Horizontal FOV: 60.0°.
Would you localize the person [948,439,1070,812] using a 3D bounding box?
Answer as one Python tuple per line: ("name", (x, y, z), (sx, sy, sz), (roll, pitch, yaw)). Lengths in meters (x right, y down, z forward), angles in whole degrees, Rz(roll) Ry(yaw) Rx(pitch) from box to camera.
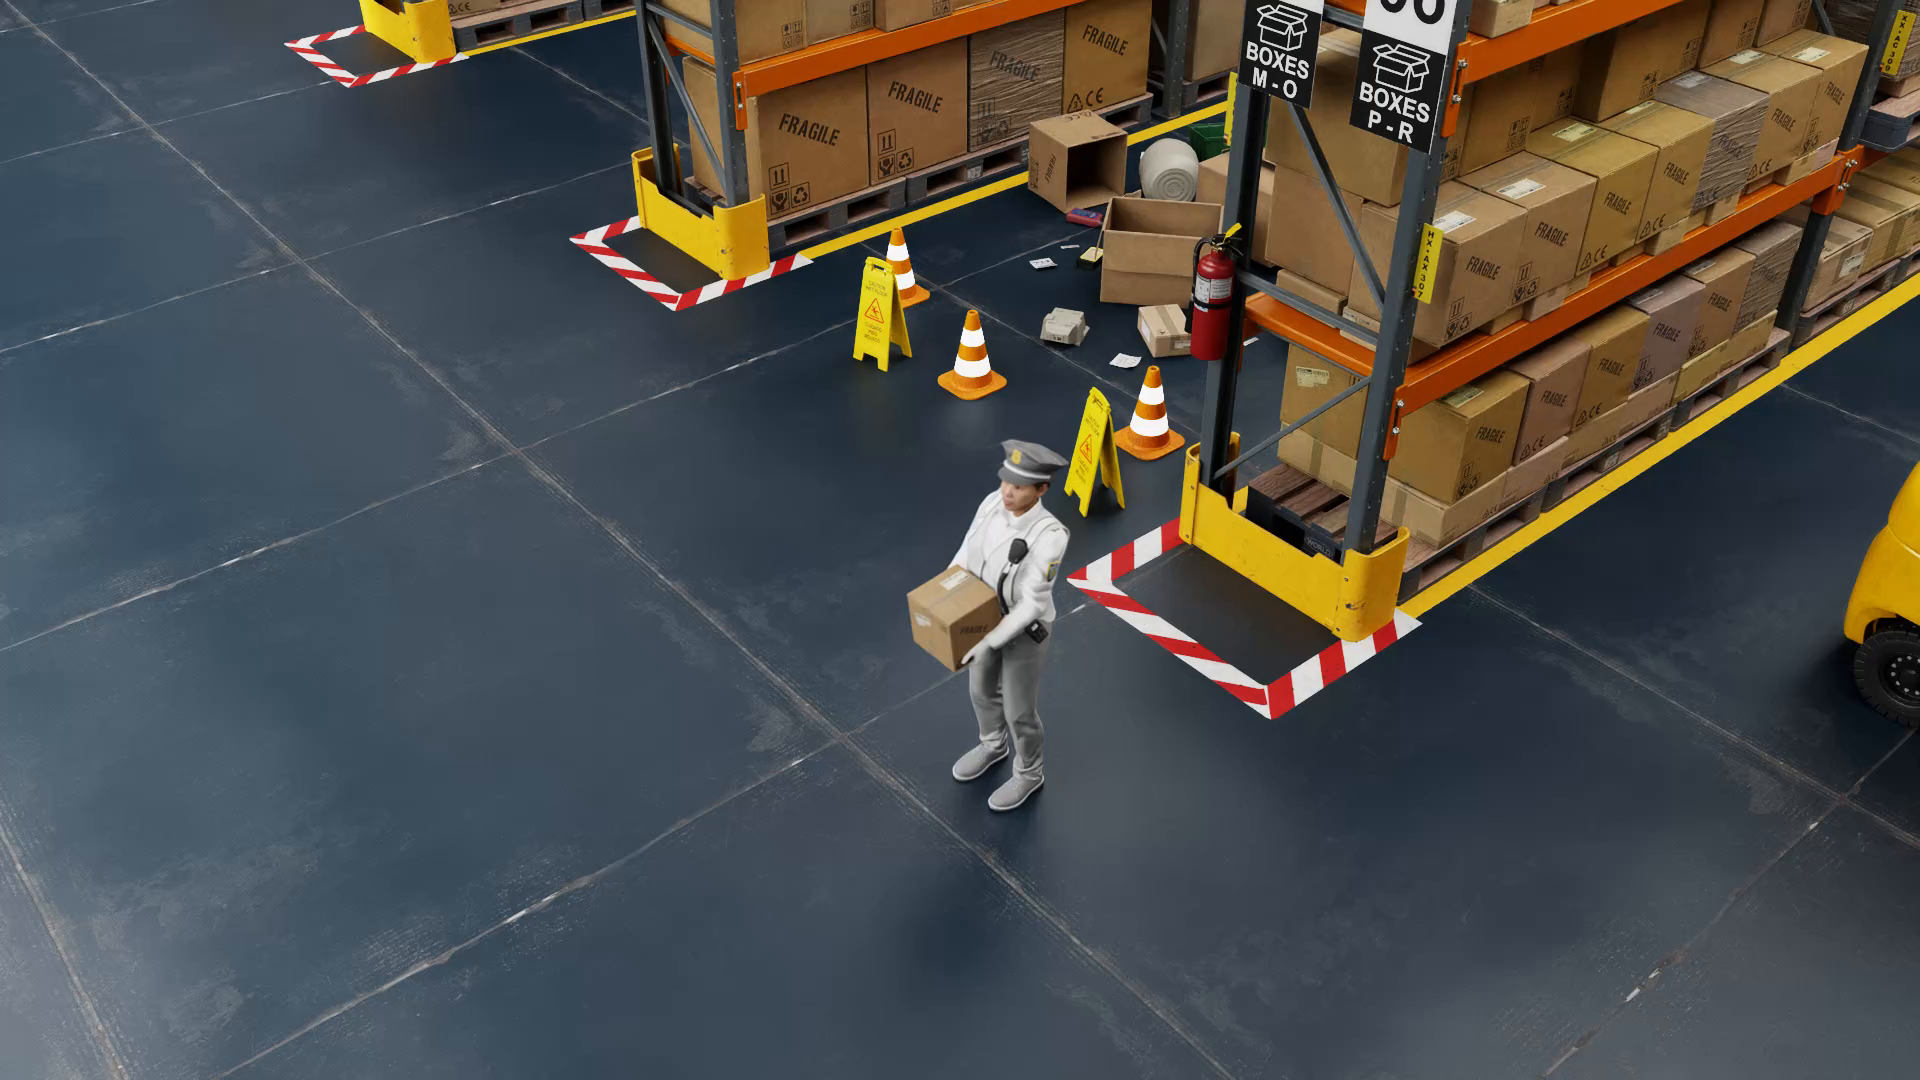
("person", (0.141, 0.361, 6.565), (0.564, 1.680, 0.460), (-26, 43, -31))
